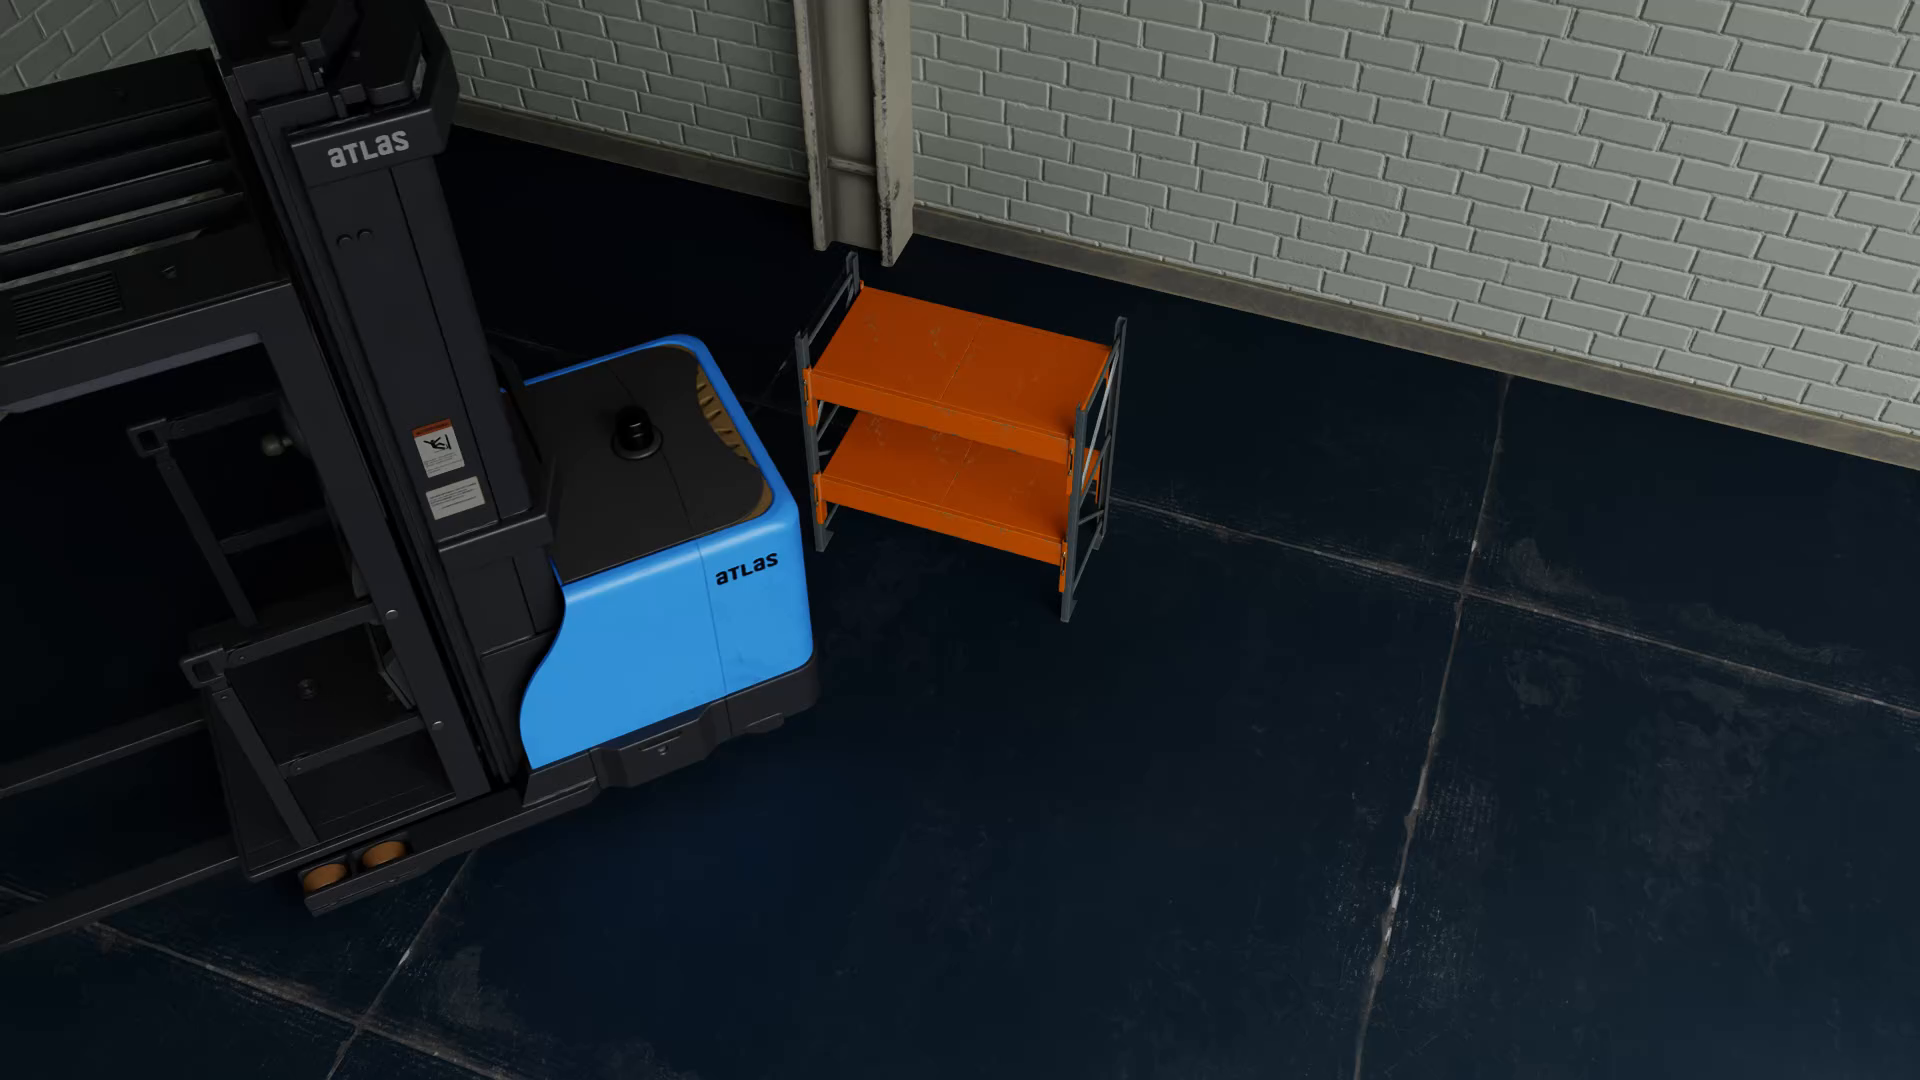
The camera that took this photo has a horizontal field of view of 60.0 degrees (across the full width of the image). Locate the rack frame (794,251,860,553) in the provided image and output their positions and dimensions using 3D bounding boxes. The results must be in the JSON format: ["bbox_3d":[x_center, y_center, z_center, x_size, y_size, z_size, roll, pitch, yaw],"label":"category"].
[{"bbox_3d":[-0.471,-0.500,6.305,0.032,1.125,0.500,16,51,13],"label":"rack frame"}]

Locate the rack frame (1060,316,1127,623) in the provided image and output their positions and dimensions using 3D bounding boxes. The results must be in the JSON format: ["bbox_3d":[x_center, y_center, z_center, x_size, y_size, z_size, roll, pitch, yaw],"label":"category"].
[{"bbox_3d":[0.483,-0.234,6.075,0.032,1.125,0.500,16,51,13],"label":"rack frame"}]

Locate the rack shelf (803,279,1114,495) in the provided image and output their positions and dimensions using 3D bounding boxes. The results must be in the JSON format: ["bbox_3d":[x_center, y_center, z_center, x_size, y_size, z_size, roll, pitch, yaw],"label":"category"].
[{"bbox_3d":[0.006,-0.558,5.969,1.000,0.278,0.538,16,51,13],"label":"rack shelf"}]

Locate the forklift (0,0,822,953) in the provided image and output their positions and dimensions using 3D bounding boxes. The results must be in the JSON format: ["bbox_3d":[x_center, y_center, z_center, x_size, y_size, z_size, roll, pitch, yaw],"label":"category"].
[{"bbox_3d":[-2.058,-0.186,4.838,3.031,2.935,1.130,-20,52,-17],"label":"forklift"}]

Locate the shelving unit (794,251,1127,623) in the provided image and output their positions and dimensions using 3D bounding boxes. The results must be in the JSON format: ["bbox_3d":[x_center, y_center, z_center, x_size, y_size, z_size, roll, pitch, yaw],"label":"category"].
[{"bbox_3d":[0.006,-0.367,6.190,1.048,1.125,0.538,16,51,13],"label":"shelving unit"}]

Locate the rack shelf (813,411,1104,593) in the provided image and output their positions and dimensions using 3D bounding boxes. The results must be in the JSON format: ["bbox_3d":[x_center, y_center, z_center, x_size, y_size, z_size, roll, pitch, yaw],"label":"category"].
[{"bbox_3d":[0.006,-0.206,6.375,1.000,0.278,0.538,16,51,13],"label":"rack shelf"}]

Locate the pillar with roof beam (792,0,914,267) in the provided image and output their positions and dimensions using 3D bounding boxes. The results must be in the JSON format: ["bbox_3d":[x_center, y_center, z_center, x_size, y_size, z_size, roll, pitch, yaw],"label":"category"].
[{"bbox_3d":[-1.943,-1.320,1.806,0.400,9.000,9.100,16,51,13],"label":"pillar with roof beam"}]
